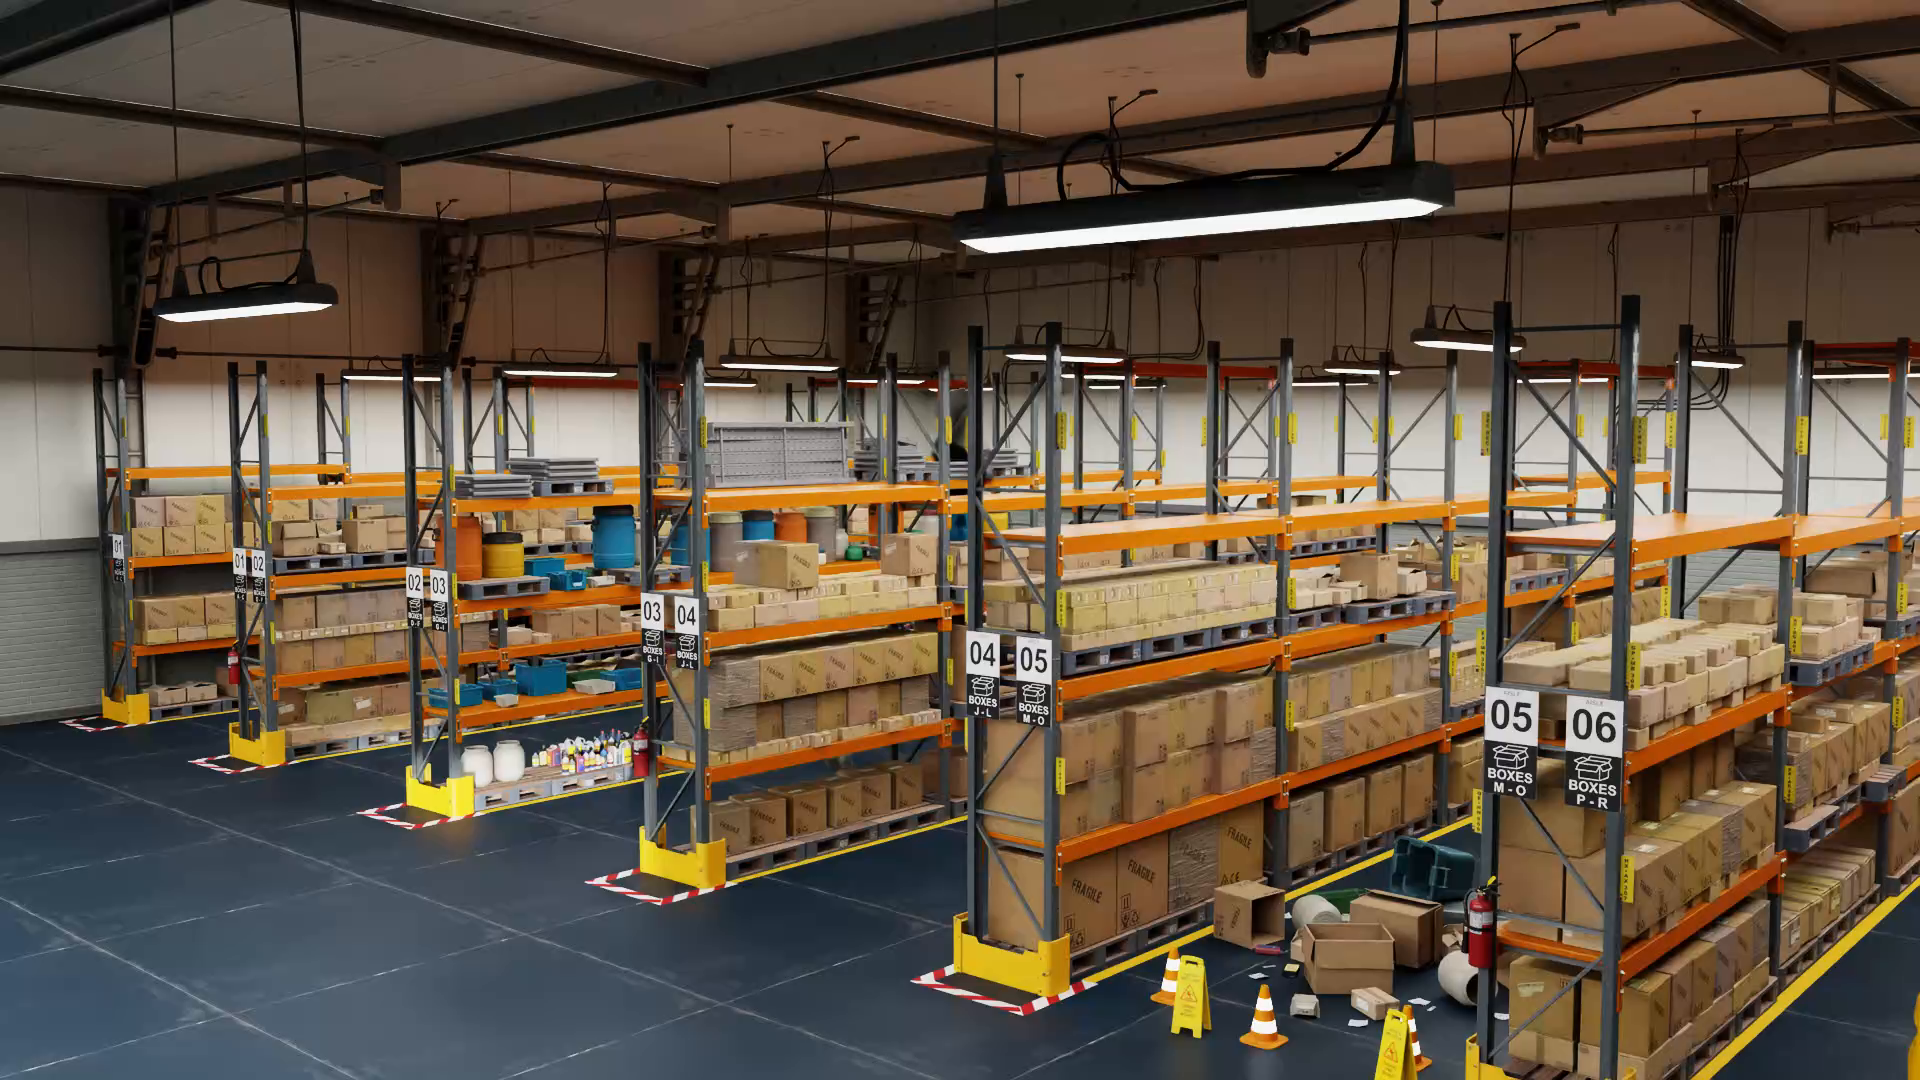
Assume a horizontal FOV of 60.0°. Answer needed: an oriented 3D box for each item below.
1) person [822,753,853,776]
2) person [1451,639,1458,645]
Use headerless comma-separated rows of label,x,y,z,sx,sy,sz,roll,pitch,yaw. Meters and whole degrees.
person,-1.626,2.659,22.882,0.564,1.627,0.616,3,5,40
person,7.766,2.375,26.257,0.833,1.705,0.608,-4,6,-41
